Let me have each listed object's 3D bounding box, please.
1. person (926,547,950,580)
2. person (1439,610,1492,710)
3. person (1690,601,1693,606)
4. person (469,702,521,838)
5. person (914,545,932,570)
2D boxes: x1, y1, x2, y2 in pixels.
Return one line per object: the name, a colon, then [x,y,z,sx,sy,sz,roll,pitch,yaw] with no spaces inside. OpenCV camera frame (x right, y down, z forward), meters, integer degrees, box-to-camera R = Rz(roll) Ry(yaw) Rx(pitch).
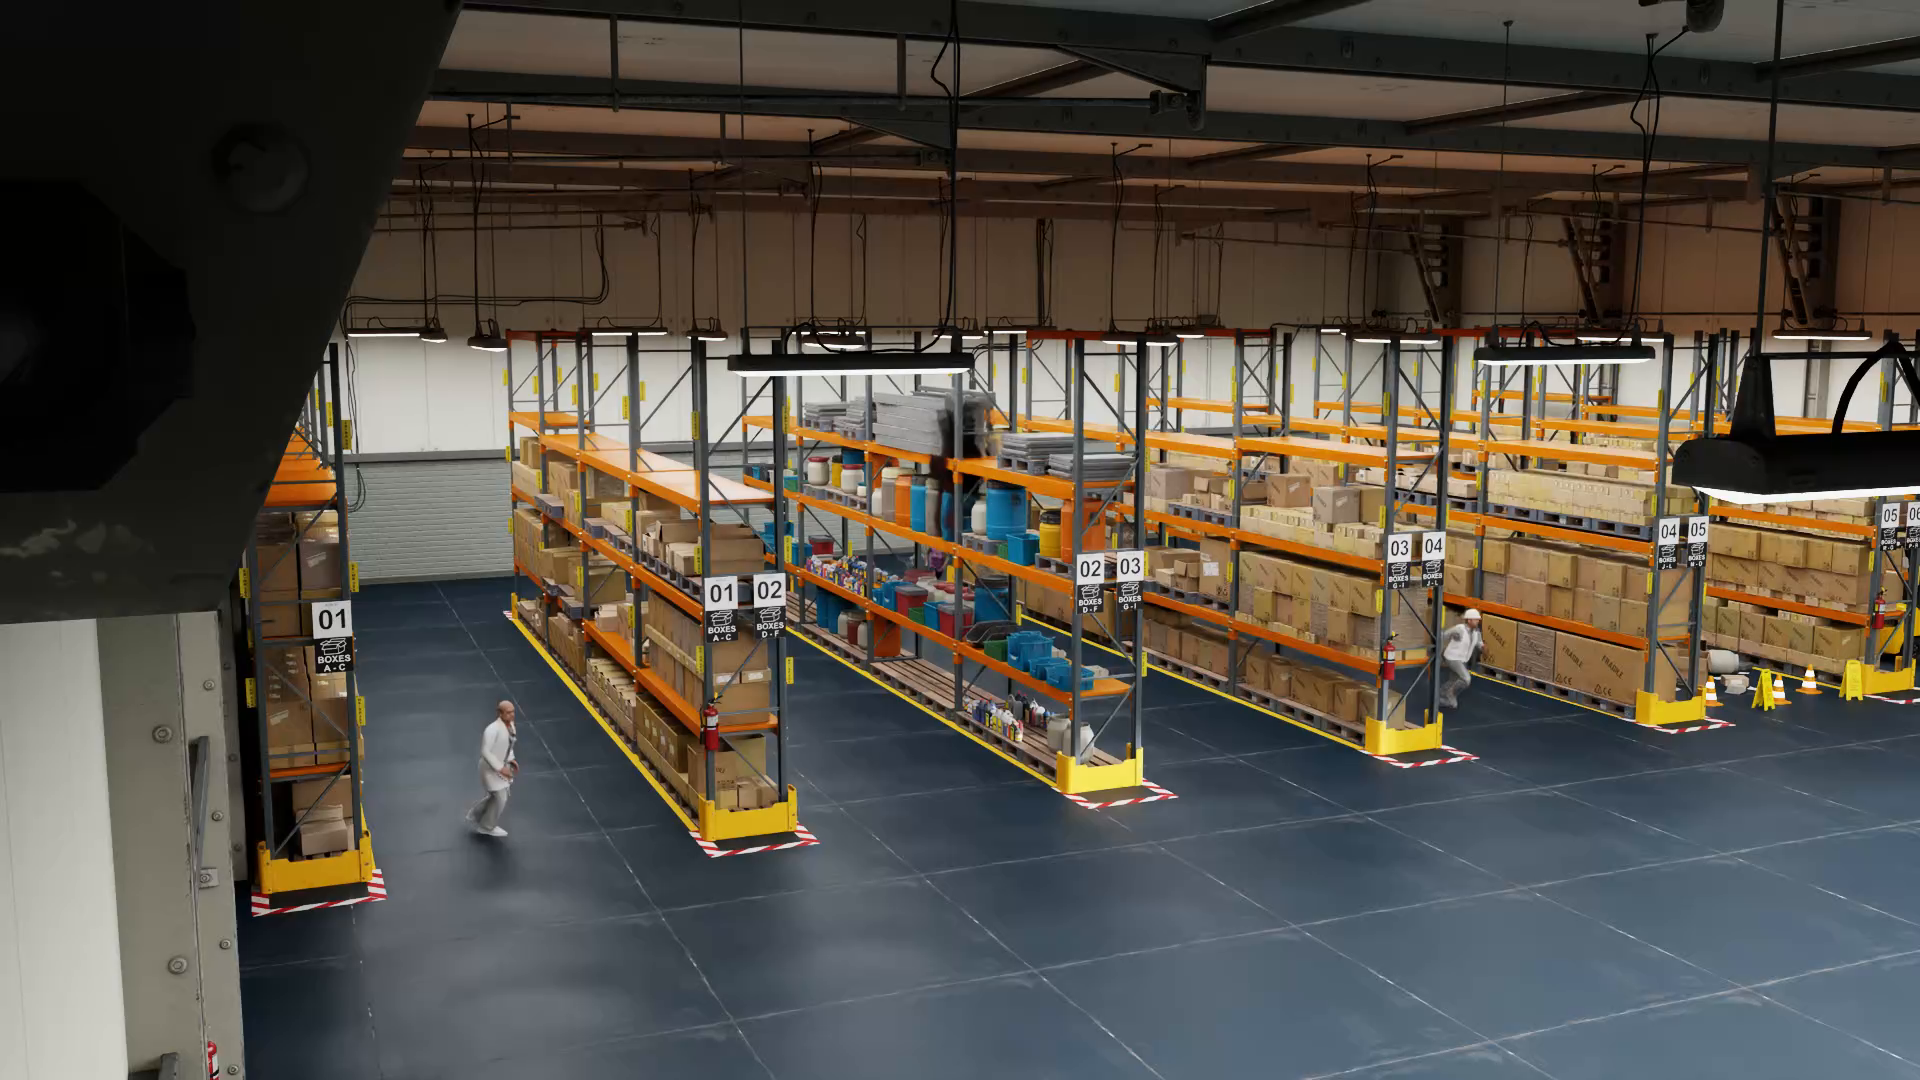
person: [-0.491,0.628,36.720,0.522,1.440,1.006,0,8,-2]
person: [8.036,1.898,26.576,0.656,1.621,0.993,-6,10,-39]
person: [14.908,0.880,33.703,0.681,1.768,0.953,-5,9,-31]
person: [-5.641,2.777,20.095,0.797,1.705,0.676,1,8,11]
person: [-0.814,-0.010,40.763,0.637,1.661,0.590,1,8,5]
